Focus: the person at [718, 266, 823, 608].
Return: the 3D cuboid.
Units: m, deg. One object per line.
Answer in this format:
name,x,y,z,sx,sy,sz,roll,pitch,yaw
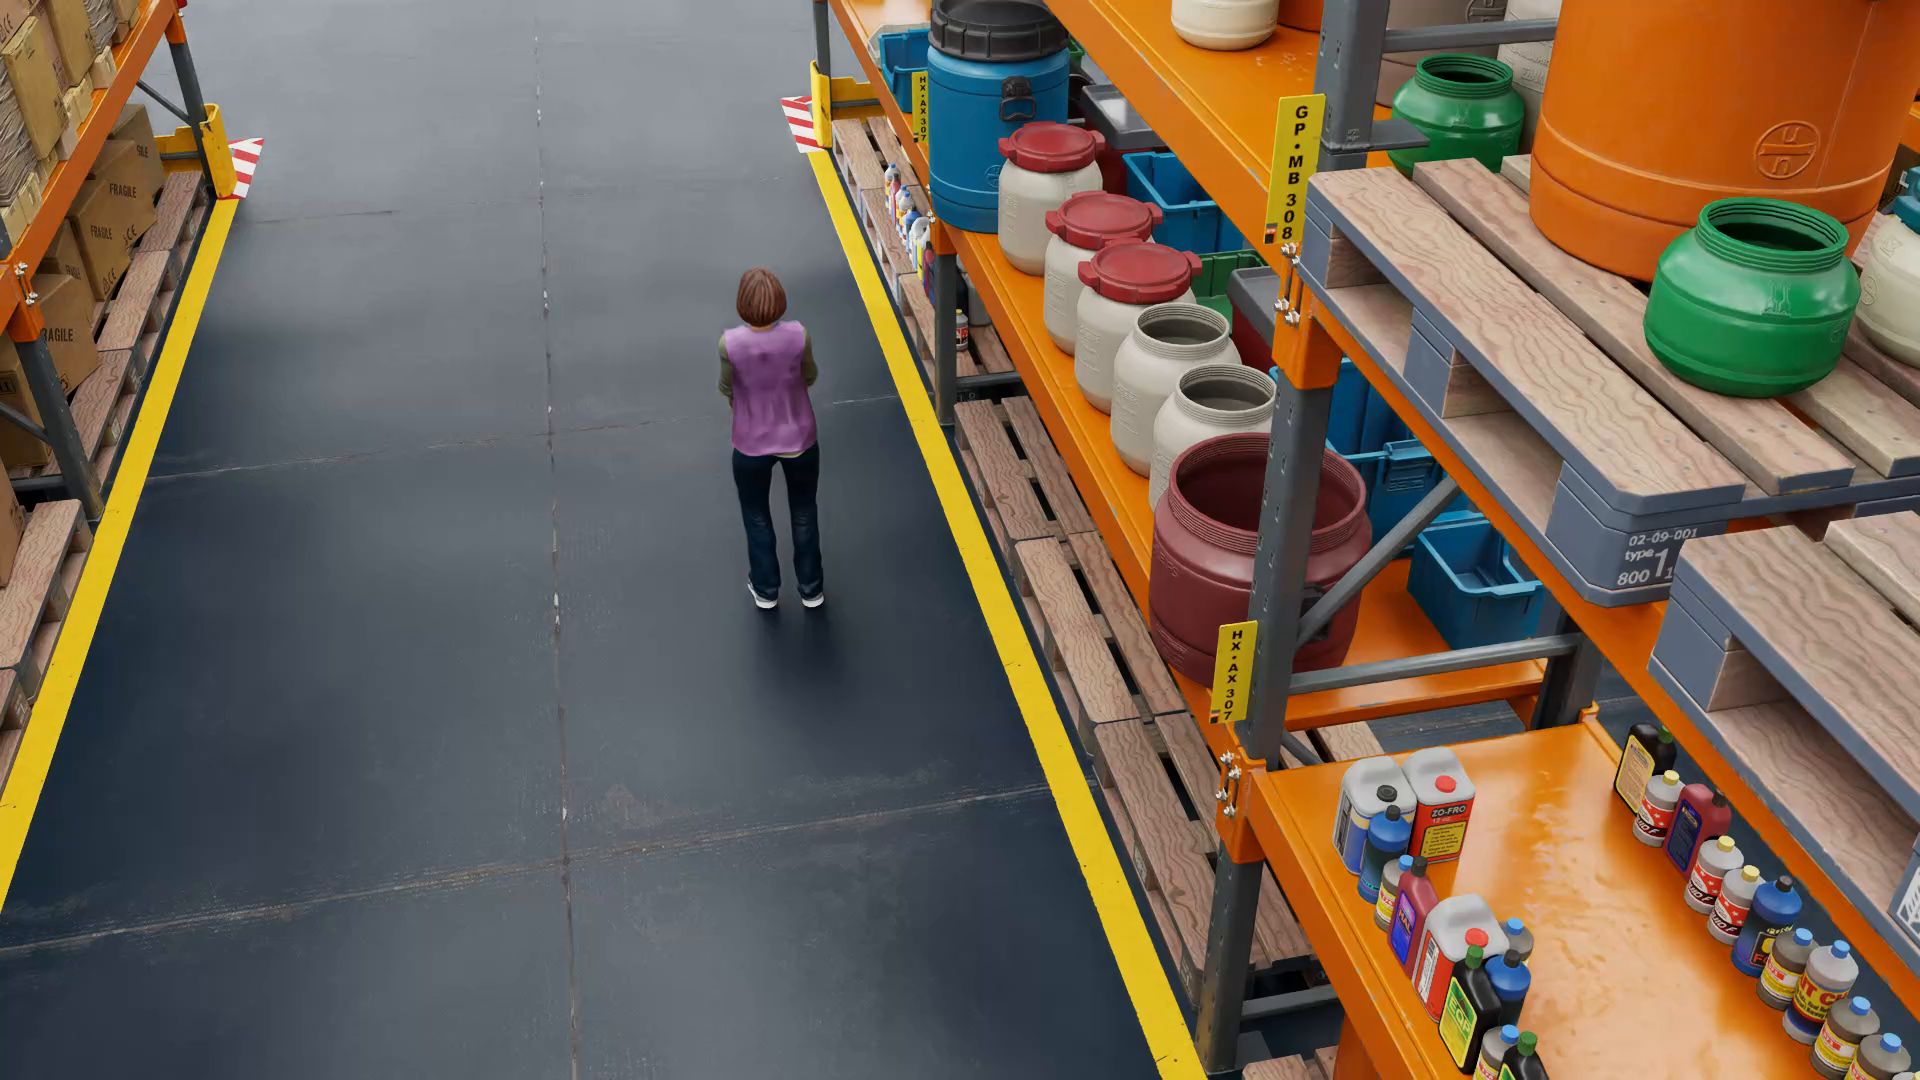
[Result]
person,-0.767,-0.441,6.792,0.404,1.591,0.490,-7,35,-9
